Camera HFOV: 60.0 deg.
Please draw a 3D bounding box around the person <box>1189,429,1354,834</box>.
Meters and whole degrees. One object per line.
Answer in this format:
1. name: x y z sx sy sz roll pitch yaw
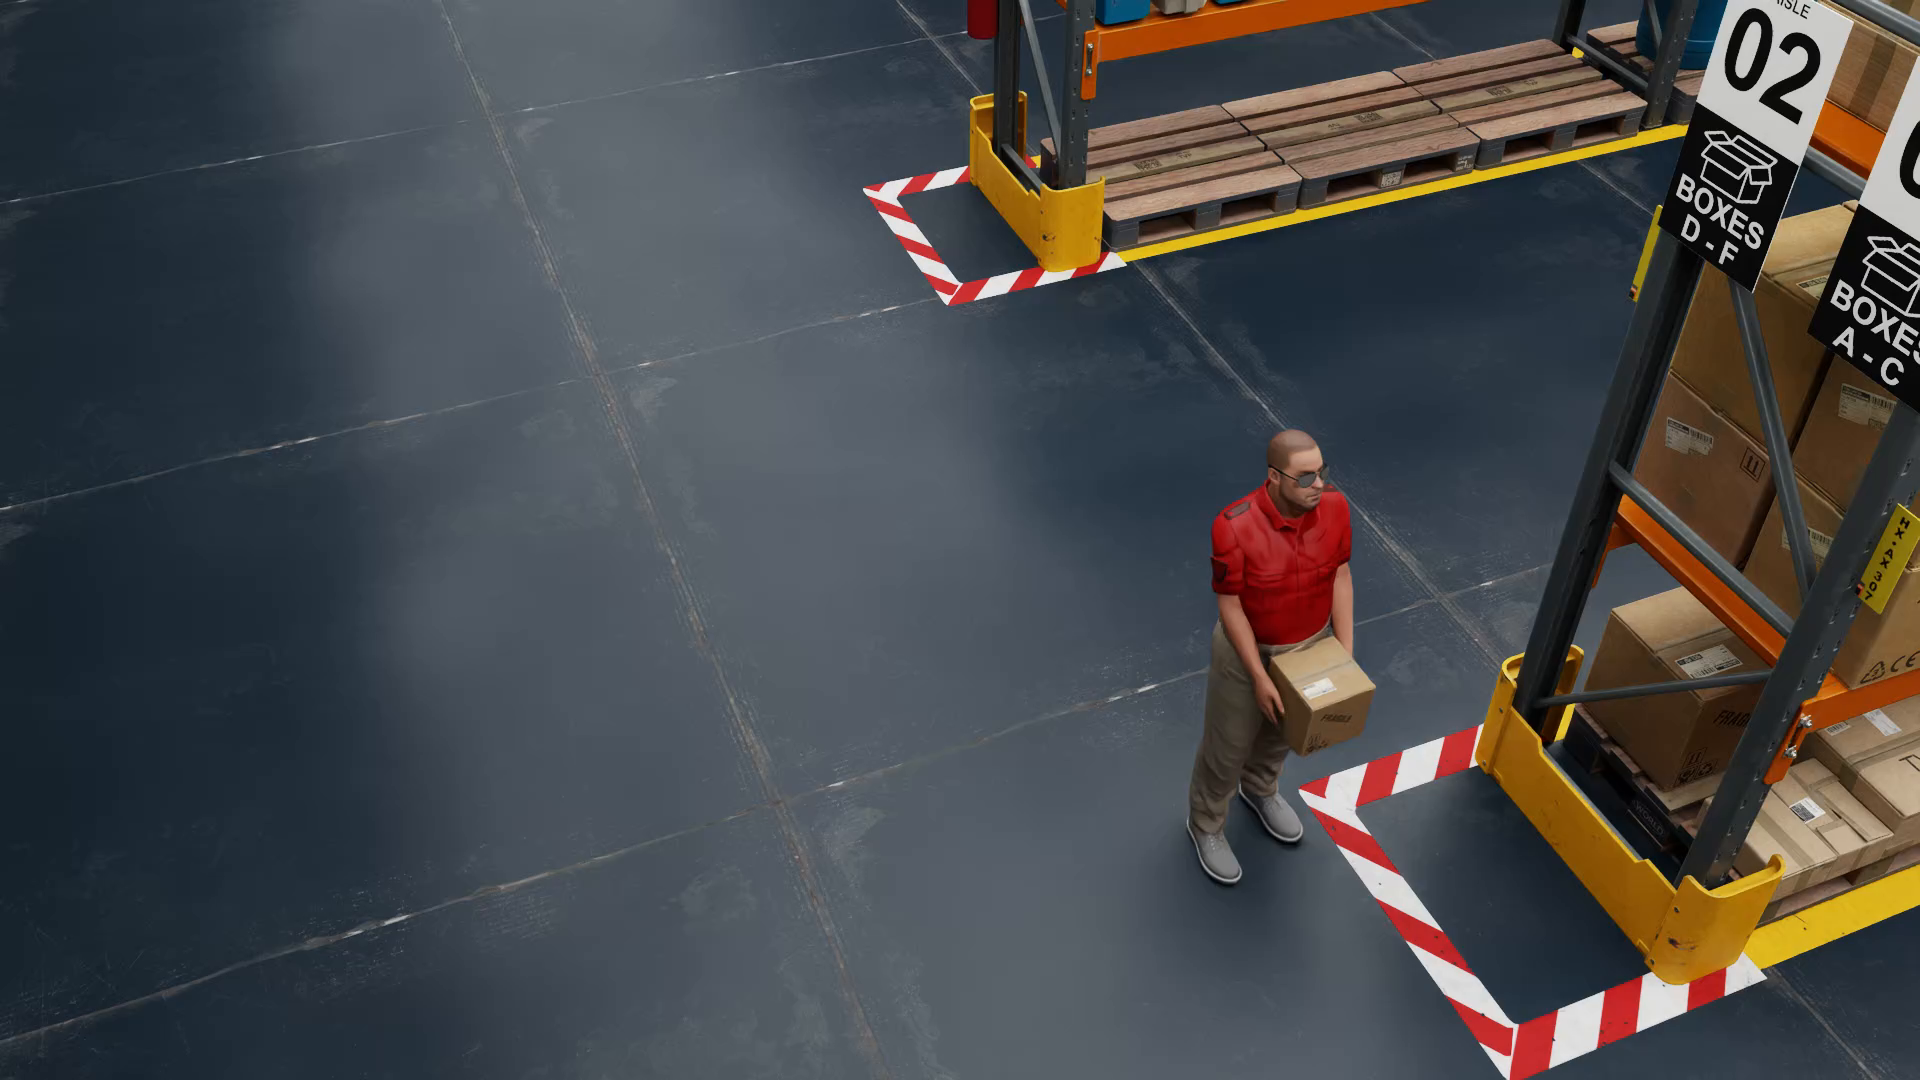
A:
1. person: 1.089 0.384 5.684 0.506 1.664 0.479 -17 44 -18
